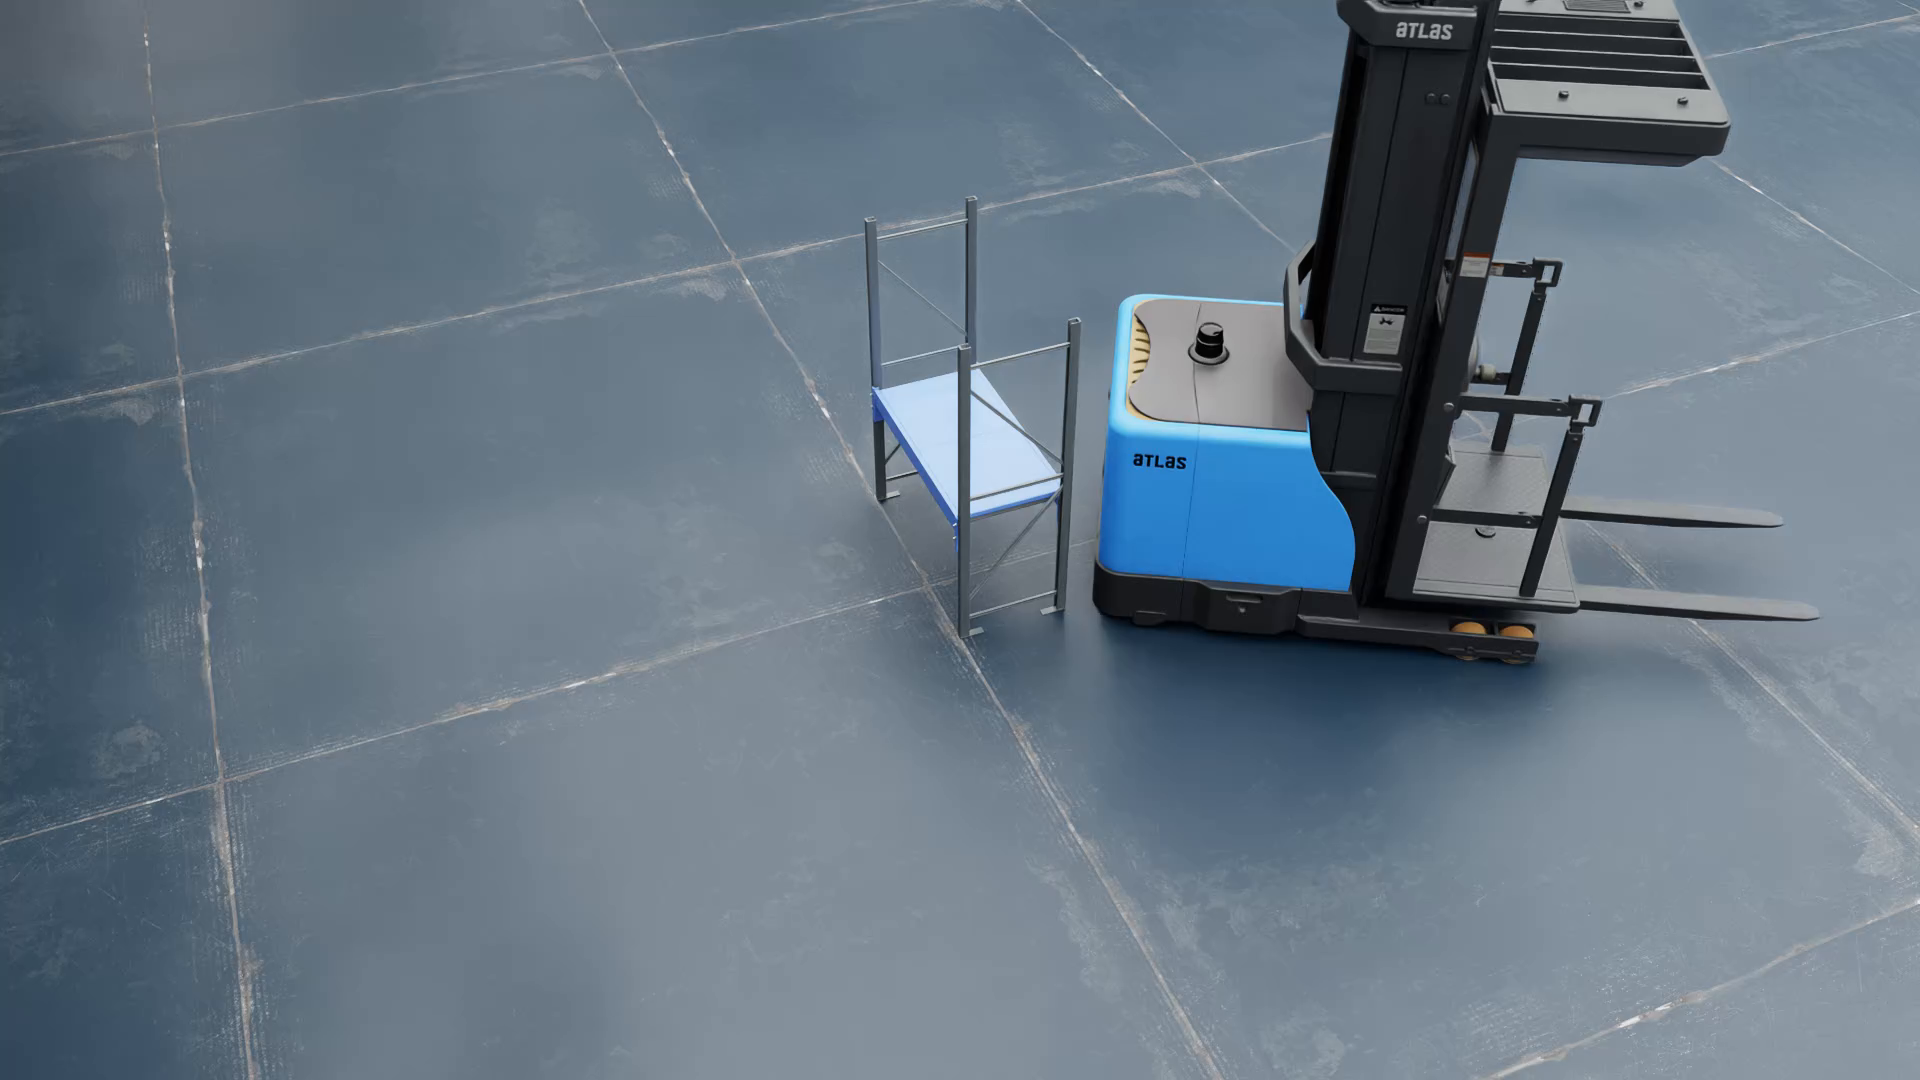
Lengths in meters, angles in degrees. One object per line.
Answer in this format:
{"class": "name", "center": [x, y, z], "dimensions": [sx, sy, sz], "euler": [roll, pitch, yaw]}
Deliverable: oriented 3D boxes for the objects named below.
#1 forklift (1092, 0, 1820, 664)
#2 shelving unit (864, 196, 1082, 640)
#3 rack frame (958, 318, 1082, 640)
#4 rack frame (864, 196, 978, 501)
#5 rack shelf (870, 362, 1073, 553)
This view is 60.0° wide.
{"class": "forklift", "center": [2.134, -0.955, 6.531], "dimensions": [3.031, 2.935, 1.130], "euler": [5, 41, 5]}
{"class": "shelving unit", "center": [0.033, -0.517, 7.120], "dimensions": [0.538, 1.500, 1.048], "euler": [-15, 43, -17]}
{"class": "rack frame", "center": [0.227, -0.211, 6.764], "dimensions": [0.500, 1.500, 0.032], "euler": [-15, 43, -17]}
{"class": "rack frame", "center": [-0.162, -0.823, 7.476], "dimensions": [0.500, 1.500, 0.032], "euler": [-15, 43, -17]}
{"class": "rack shelf", "center": [0.033, -0.381, 7.237], "dimensions": [0.538, 0.185, 1.000], "euler": [-15, 43, -17]}
